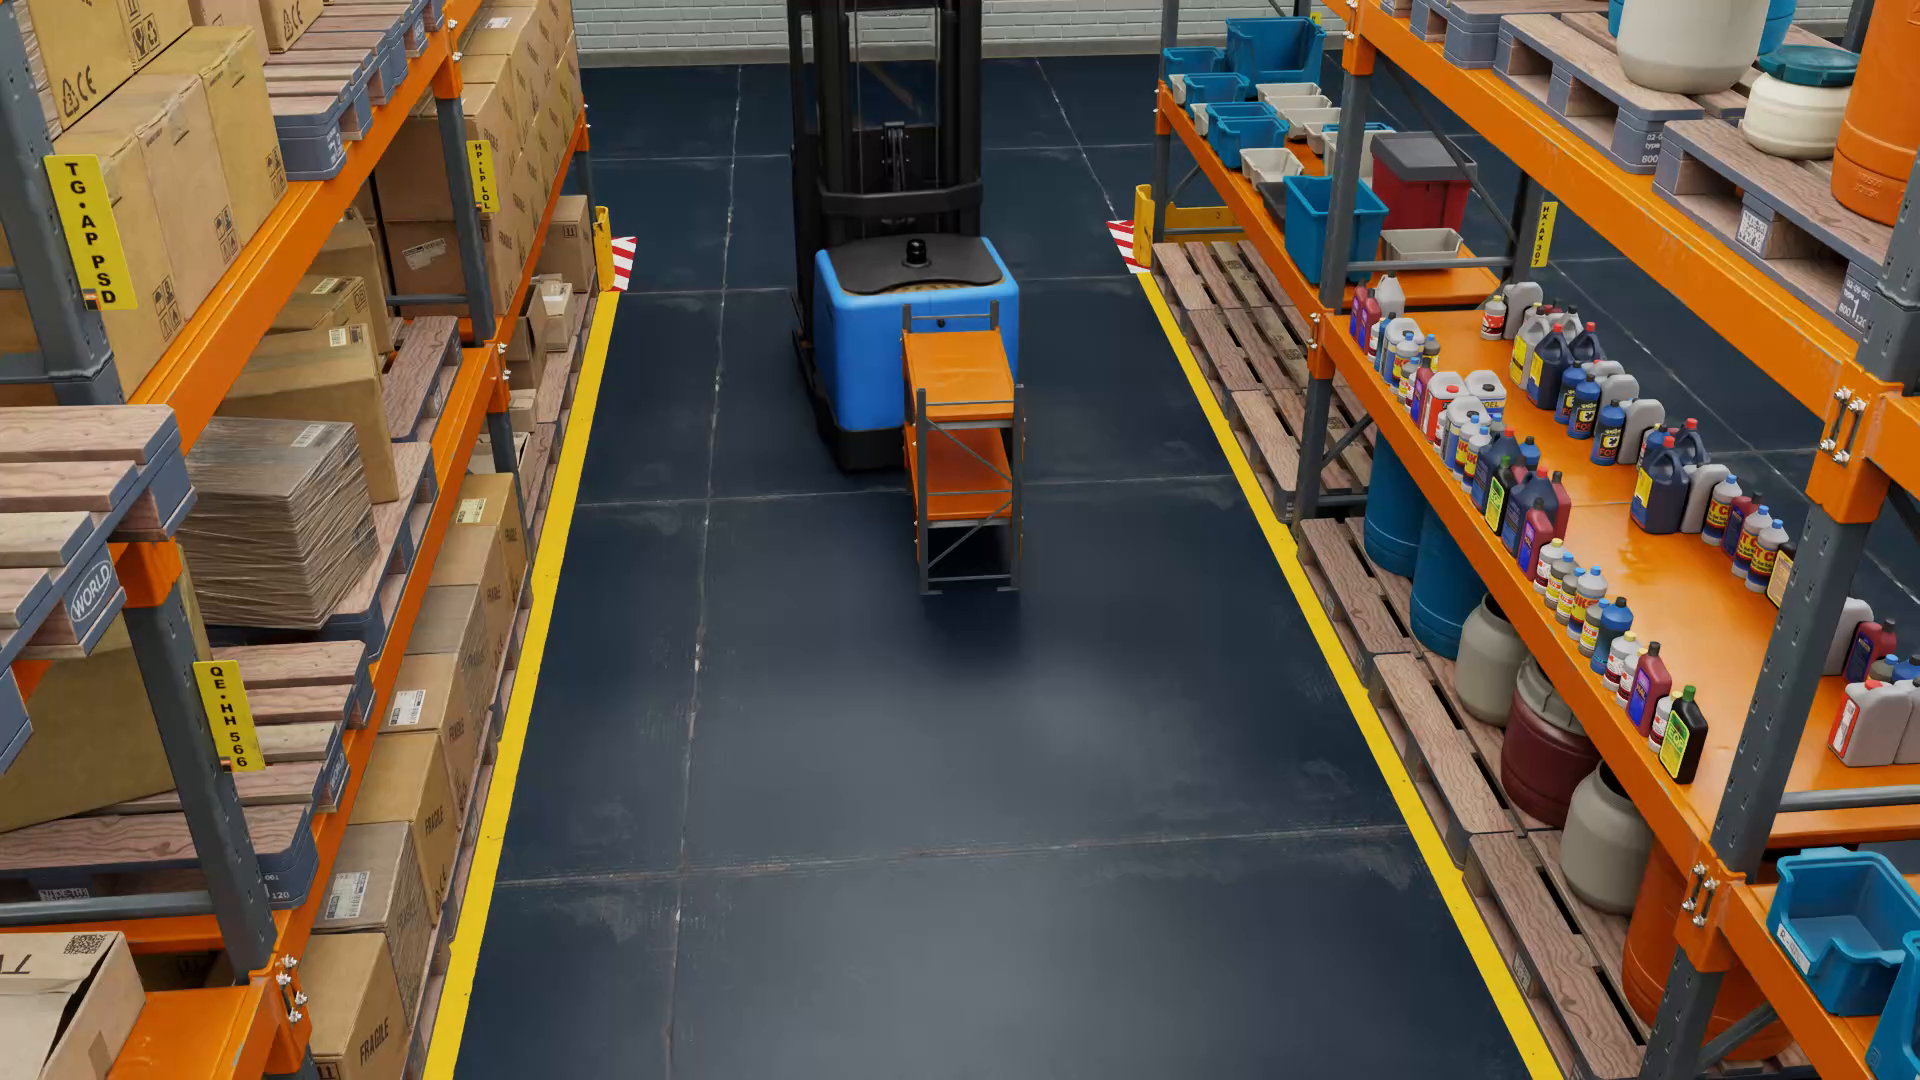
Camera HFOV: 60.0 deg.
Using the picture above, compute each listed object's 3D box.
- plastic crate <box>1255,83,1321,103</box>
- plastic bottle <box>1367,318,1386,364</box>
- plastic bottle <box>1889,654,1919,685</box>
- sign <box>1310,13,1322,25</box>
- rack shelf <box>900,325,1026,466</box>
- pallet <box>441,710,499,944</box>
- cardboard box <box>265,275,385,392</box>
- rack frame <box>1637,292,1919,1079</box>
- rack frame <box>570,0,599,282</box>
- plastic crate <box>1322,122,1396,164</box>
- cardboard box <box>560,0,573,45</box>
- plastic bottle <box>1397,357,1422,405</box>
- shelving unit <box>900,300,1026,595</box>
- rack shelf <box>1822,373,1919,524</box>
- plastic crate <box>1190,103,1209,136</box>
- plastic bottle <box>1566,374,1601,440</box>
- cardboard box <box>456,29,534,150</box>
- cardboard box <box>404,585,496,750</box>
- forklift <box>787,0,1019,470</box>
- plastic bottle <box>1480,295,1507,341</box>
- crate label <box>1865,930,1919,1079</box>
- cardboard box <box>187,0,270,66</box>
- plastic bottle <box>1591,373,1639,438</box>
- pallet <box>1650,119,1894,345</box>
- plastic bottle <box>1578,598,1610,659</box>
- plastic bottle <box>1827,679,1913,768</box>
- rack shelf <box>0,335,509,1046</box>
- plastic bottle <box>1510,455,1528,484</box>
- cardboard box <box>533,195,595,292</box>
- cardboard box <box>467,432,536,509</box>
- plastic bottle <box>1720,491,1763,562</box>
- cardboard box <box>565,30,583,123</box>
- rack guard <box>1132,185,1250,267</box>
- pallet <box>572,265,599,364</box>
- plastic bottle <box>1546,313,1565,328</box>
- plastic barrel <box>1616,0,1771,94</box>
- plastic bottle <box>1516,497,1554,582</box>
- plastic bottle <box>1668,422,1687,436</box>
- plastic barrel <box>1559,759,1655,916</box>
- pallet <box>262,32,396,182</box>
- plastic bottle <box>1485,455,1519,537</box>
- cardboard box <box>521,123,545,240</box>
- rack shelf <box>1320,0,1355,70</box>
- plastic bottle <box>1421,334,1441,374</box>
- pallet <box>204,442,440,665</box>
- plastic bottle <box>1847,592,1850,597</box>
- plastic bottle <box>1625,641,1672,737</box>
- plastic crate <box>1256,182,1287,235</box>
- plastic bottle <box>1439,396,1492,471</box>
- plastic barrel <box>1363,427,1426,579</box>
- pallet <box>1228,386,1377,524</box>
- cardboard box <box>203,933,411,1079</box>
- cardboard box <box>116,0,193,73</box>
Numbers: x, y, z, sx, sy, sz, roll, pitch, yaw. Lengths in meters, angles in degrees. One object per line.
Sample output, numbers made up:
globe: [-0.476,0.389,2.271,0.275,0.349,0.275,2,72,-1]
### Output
plastic crate: [2.140,-2.874,10.836,0.396,0.136,0.243,-3,31,-5]
plastic bottle: [1.908,-0.908,7.539,0.097,0.201,0.097,0,31,0]
plastic bottle: [2.928,0.473,5.158,0.097,0.271,0.097,0,31,0]
sign: [2.429,-3.474,11.482,0.100,0.325,0.005,-3,31,-5]
rack shelf: [-0.001,-0.738,8.317,0.538,0.278,1.000,-3,31,-5]
pallet: [-2.444,1.143,6.630,1.003,0.211,1.213,-3,31,-5]
cardboard box: [-2.726,-0.714,6.514,0.700,0.500,0.500,2,31,3]
rack frame: [2.631,0.715,4.628,1.000,3.000,0.127,-3,31,-5]
rack frame: [-3.049,-3.134,11.072,1.000,3.000,0.127,-3,31,-5]
plastic crate: [2.330,-2.287,9.759,0.416,0.233,0.300,-3,31,-5]
cardboard box: [-2.734,-3.392,10.431,0.500,0.500,0.500,-3,31,-5]
plastic bottle: [1.948,-0.690,7.174,0.097,0.201,0.097,0,31,0]
shelving unit: [-0.001,-0.486,8.467,0.538,1.125,1.048,-3,31,-5]
rack shelf: [2.817,0.757,2.334,1.077,0.370,4.000,-3,31,-5]
plastic crate: [1.589,-2.626,10.420,0.250,0.136,0.298,-3,31,-5]
plastic bottle: [2.587,-0.558,6.885,0.097,0.271,0.097,0,31,0]
cardboard box: [-2.535,-2.344,8.676,0.500,0.500,0.500,-4,31,-6]
cardboard box: [-2.259,0.540,6.930,0.500,0.500,0.500,-2,31,-4]
forklift: [-0.471,-2.393,9.898,1.130,2.935,3.031,-6,31,-10]
plastic bottle: [2.493,-1.041,7.761,0.097,0.201,0.097,0,31,0]
crate label: [2.454,1.220,3.748,0.502,0.435,0.616,-3,31,-5]
cardboard box: [-2.574,-1.704,5.148,0.600,0.600,0.600,-4,31,-7]
plastic bottle: [2.709,-0.575,6.909,0.152,0.276,0.135,-3,31,-5]
pallet: [2.656,-0.887,4.569,1.003,0.211,1.213,-3,31,-5]
plastic bottle: [2.127,0.288,5.537,0.097,0.201,0.097,0,31,0]
plastic bottle: [2.761,0.539,5.043,0.152,0.276,0.135,-3,31,-5]
rack shelf: [-2.488,0.238,6.128,1.077,0.370,4.000,-3,31,-5]
plastic bottle: [2.092,-0.170,6.223,0.061,0.283,0.133,-3,31,-5]
cardboard box: [-2.753,-1.984,11.155,0.500,0.500,0.500,-3,31,-5]
cardboard box: [-2.499,-0.351,8.605,0.500,0.311,0.500,-3,31,-5]
plastic bottle: [2.849,-0.063,6.045,0.061,0.283,0.133,-3,31,-5]
cardboard box: [-2.736,-2.961,10.685,0.500,0.500,0.500,-2,31,-3]
rack guard: [1.868,-2.308,12.126,1.175,0.500,0.348,-3,31,-5]
pallet: [-2.966,-1.491,11.040,1.003,0.211,1.213,-3,31,-5]
plastic bottle: [2.650,-0.902,7.455,0.152,0.276,0.135,-3,31,-5]
plastic barrel: [2.315,-1.709,5.219,0.433,0.535,0.433,0,31,0]
plastic bottle: [2.061,-0.004,5.946,0.061,0.283,0.133,-3,31,-5]
plastic bottle: [2.798,-0.344,6.515,0.061,0.283,0.133,-3,31,-5]
plastic barrel: [2.426,1.070,6.050,0.421,0.512,0.421,0,31,0]
pallet: [-2.584,-1.433,5.482,1.213,0.211,1.003,-3,31,-5]
plastic bottle: [2.032,-0.167,6.218,0.061,0.283,0.133,-3,31,-5]
cardboard box: [-2.547,-1.925,8.950,0.500,0.500,0.500,-3,31,-5]
rack shelf: [2.070,-3.327,9.172,1.077,0.370,4.000,-3,31,-5]
plastic bottle: [2.077,-0.816,7.385,0.097,0.201,0.097,0,31,0]
pallet: [-2.488,0.040,5.945,1.003,0.211,1.213,-3,31,-5]
plastic bottle: [2.902,0.222,5.567,0.061,0.283,0.133,-3,31,-5]
plastic bottle: [2.146,0.461,5.166,0.061,0.283,0.133,-3,31,-5]
plastic crate: [1.885,-1.793,9.037,0.437,0.125,0.590,-3,31,-5]
plastic bottle: [2.029,-0.428,6.663,0.152,0.276,0.135,-3,31,-5]
plastic barrel: [2.291,-0.328,8.011,0.600,0.901,0.708,-3,31,-5]
pallet: [2.150,-0.504,9.387,1.003,0.211,1.213,-3,31,-5]
cardboard box: [-2.059,1.589,5.174,0.500,0.500,0.500,-1,31,-2]
cardboard box: [-2.431,-1.553,4.428,0.500,0.500,0.500,-3,31,-5]
